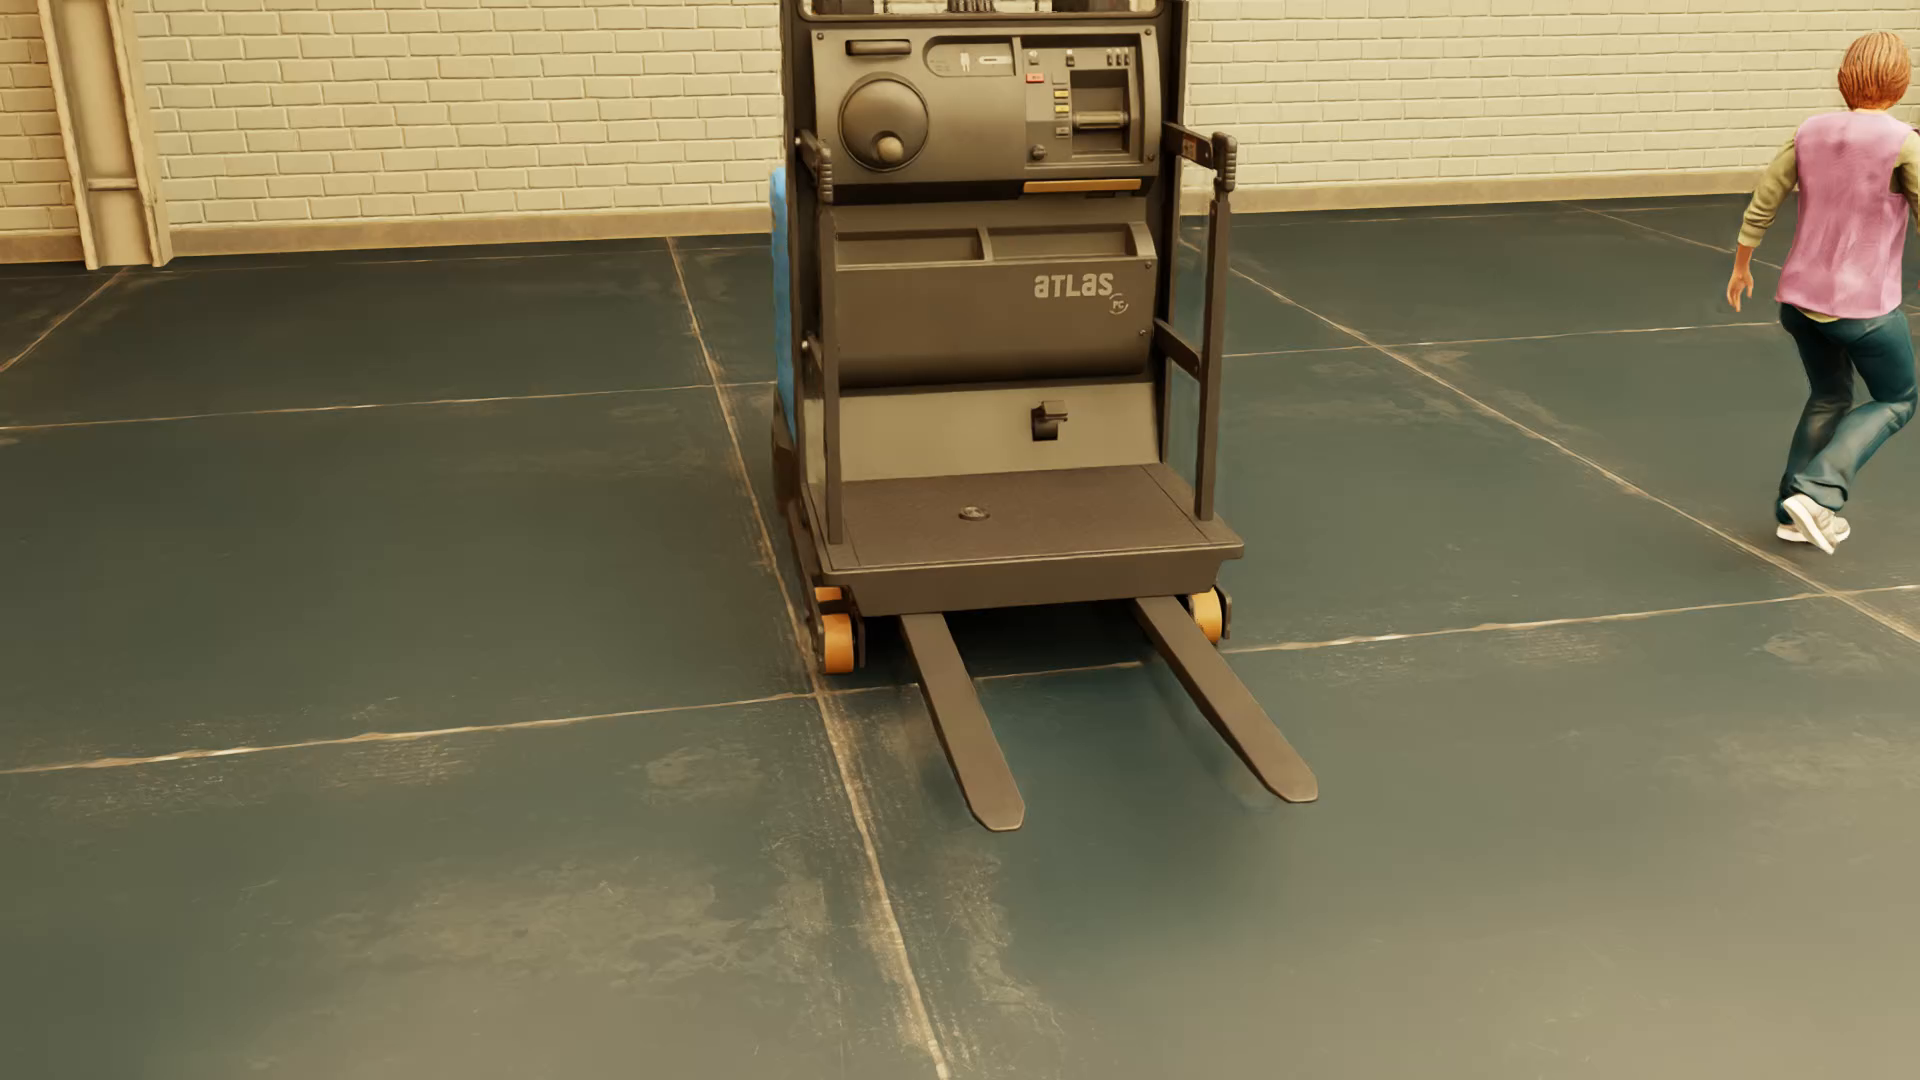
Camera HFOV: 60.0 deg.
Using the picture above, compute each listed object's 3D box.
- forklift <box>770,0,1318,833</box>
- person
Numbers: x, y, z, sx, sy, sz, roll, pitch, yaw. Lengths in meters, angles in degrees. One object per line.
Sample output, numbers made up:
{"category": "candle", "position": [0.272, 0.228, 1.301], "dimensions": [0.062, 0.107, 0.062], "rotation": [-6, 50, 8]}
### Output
{"category": "forklift", "position": [0.115, -1.154, 4.213], "dimensions": [1.130, 2.935, 3.031], "rotation": [-4, 21, -10]}
{"category": "person", "position": [2.650, -0.726, 5.027], "dimensions": [0.480, 1.562, 0.623], "rotation": [-9, 23, -22]}
